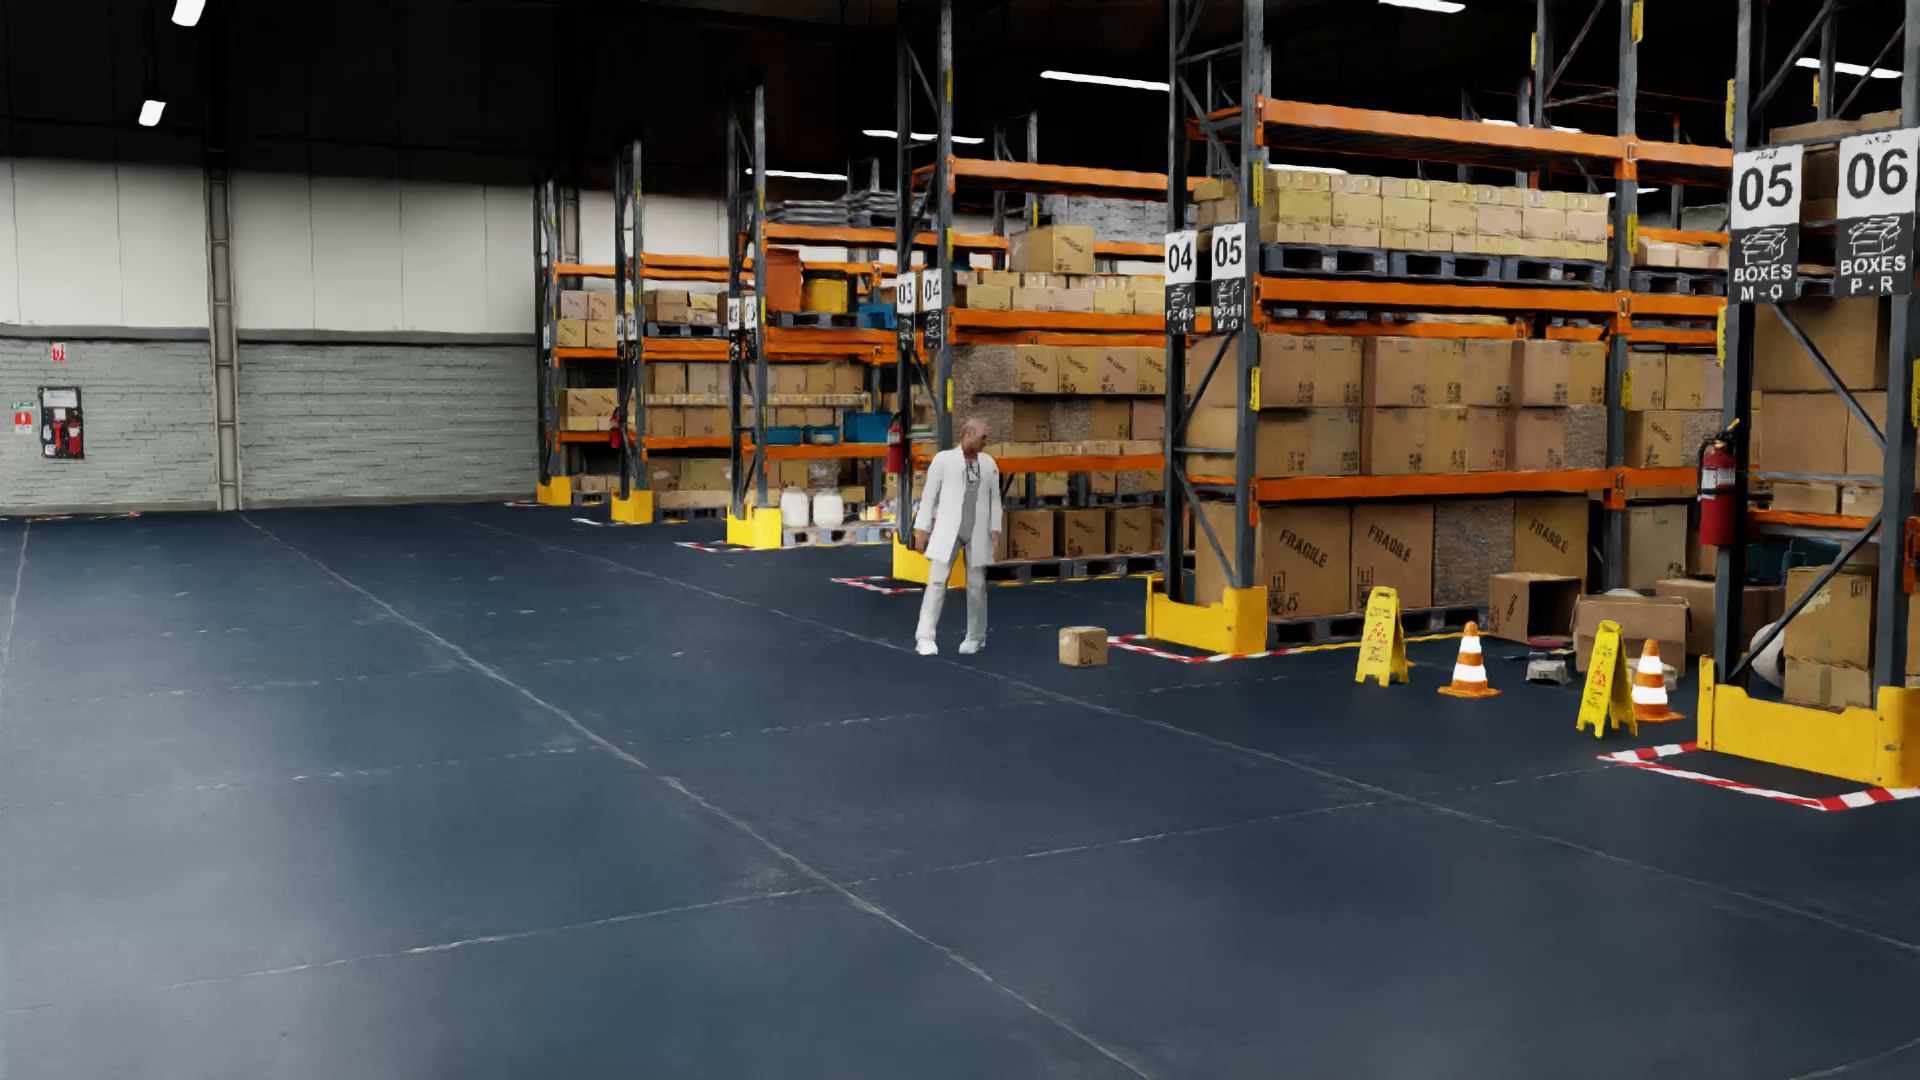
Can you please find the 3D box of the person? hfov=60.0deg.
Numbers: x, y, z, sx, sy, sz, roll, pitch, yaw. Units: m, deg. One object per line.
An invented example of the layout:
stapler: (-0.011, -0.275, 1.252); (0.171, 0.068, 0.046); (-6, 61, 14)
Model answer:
person: (0.001, -0.020, 12.412); (0.687, 1.777, 0.612); (-1, 5, -11)
